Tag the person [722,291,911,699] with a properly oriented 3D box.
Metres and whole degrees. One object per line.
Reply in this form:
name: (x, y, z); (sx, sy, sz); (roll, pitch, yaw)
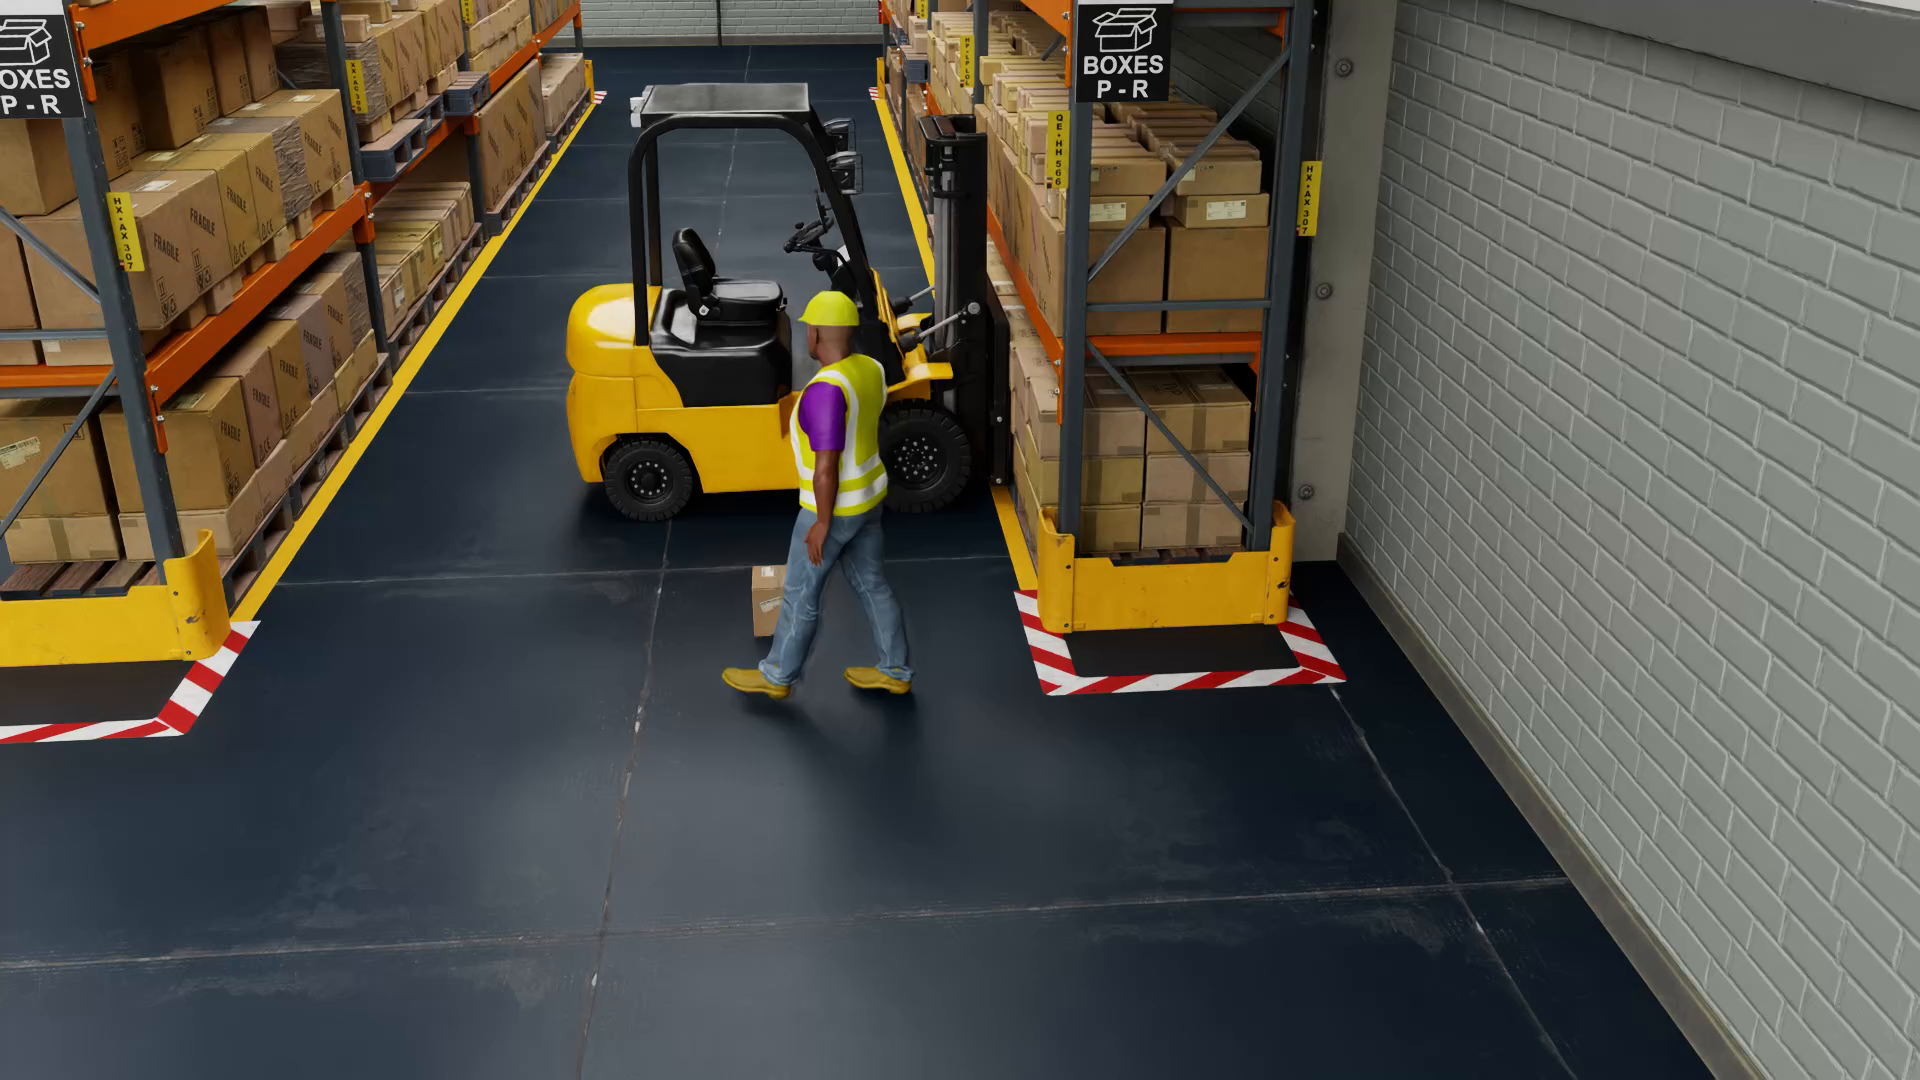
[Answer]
person: (-0.596, -0.169, 6.924); (0.756, 1.745, 0.526); (9, 25, 20)
